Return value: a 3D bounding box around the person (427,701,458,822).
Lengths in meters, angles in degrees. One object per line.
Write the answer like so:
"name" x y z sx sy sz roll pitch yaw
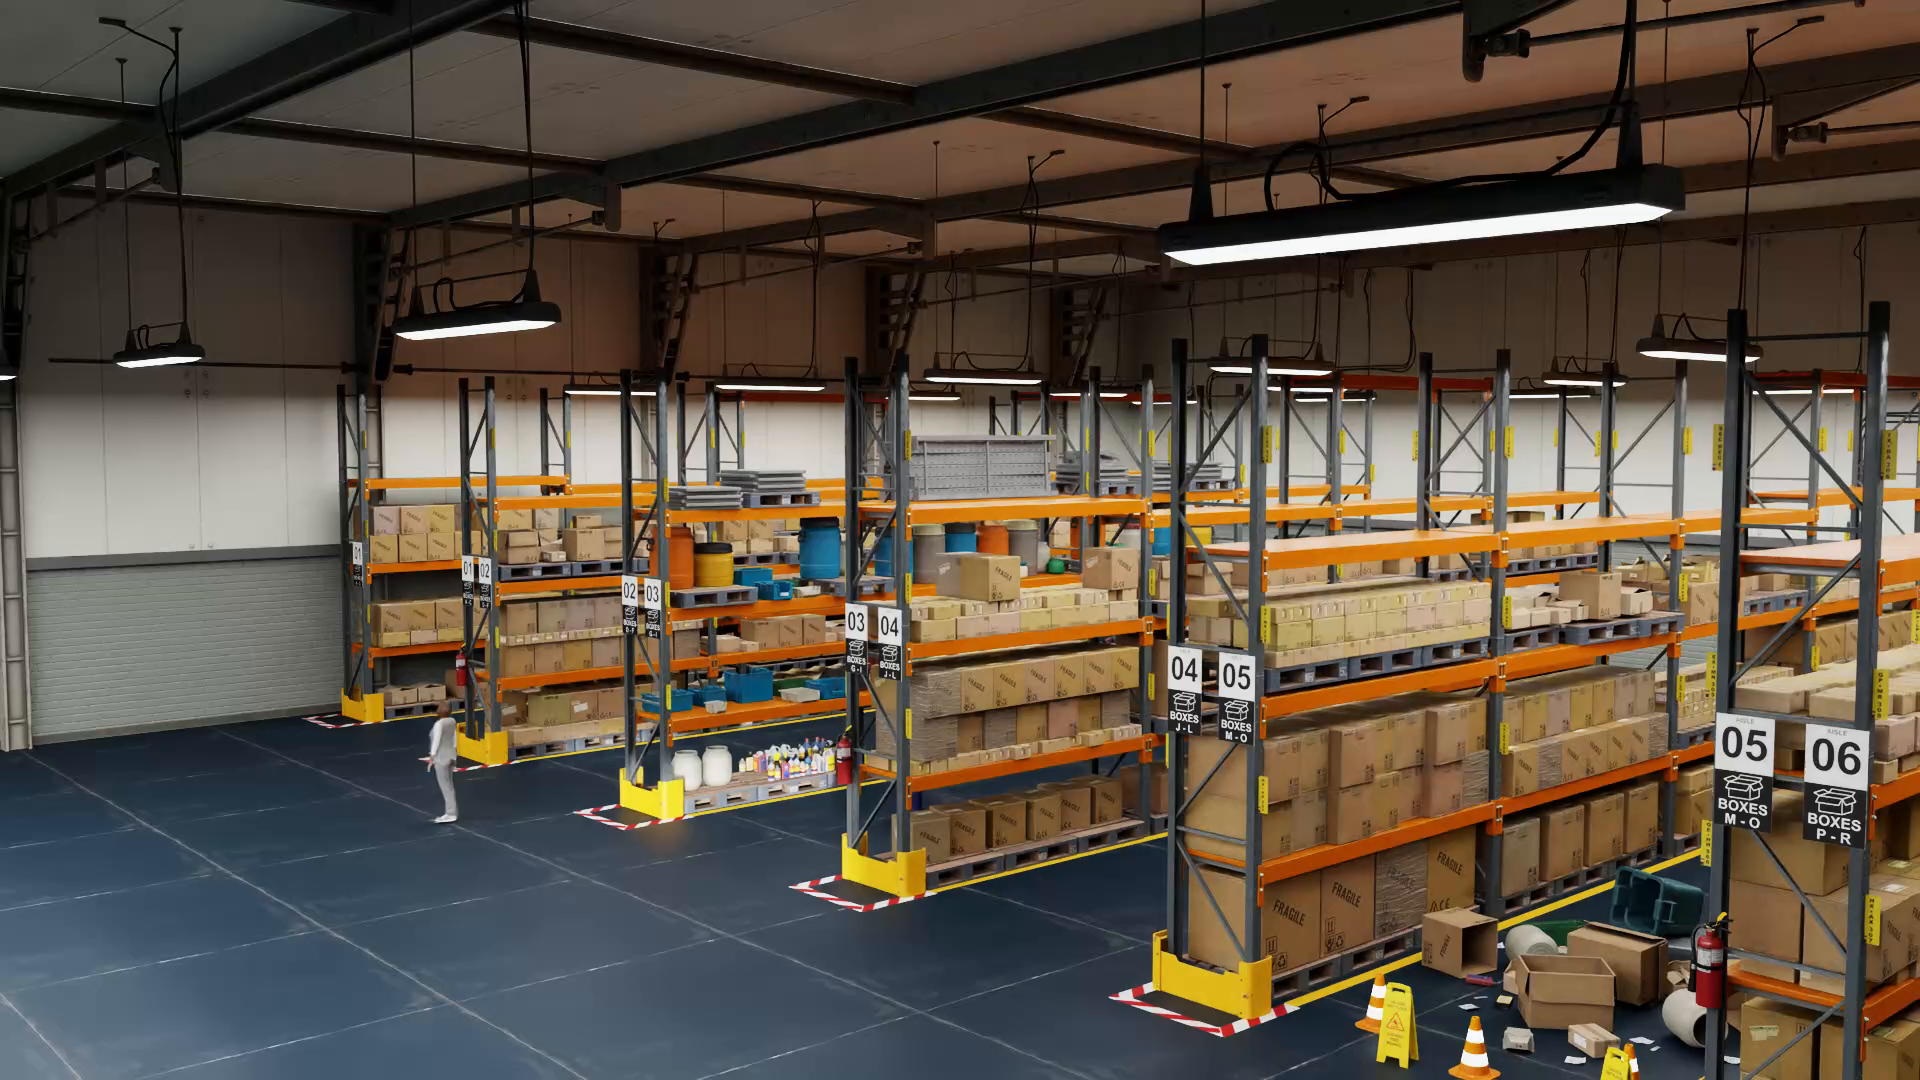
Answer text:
"person" -6.809 2.936 21.967 0.361 1.606 0.463 1 4 11

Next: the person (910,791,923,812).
"person" -0.652 2.908 21.891 0.415 1.649 0.489 2 4 25
